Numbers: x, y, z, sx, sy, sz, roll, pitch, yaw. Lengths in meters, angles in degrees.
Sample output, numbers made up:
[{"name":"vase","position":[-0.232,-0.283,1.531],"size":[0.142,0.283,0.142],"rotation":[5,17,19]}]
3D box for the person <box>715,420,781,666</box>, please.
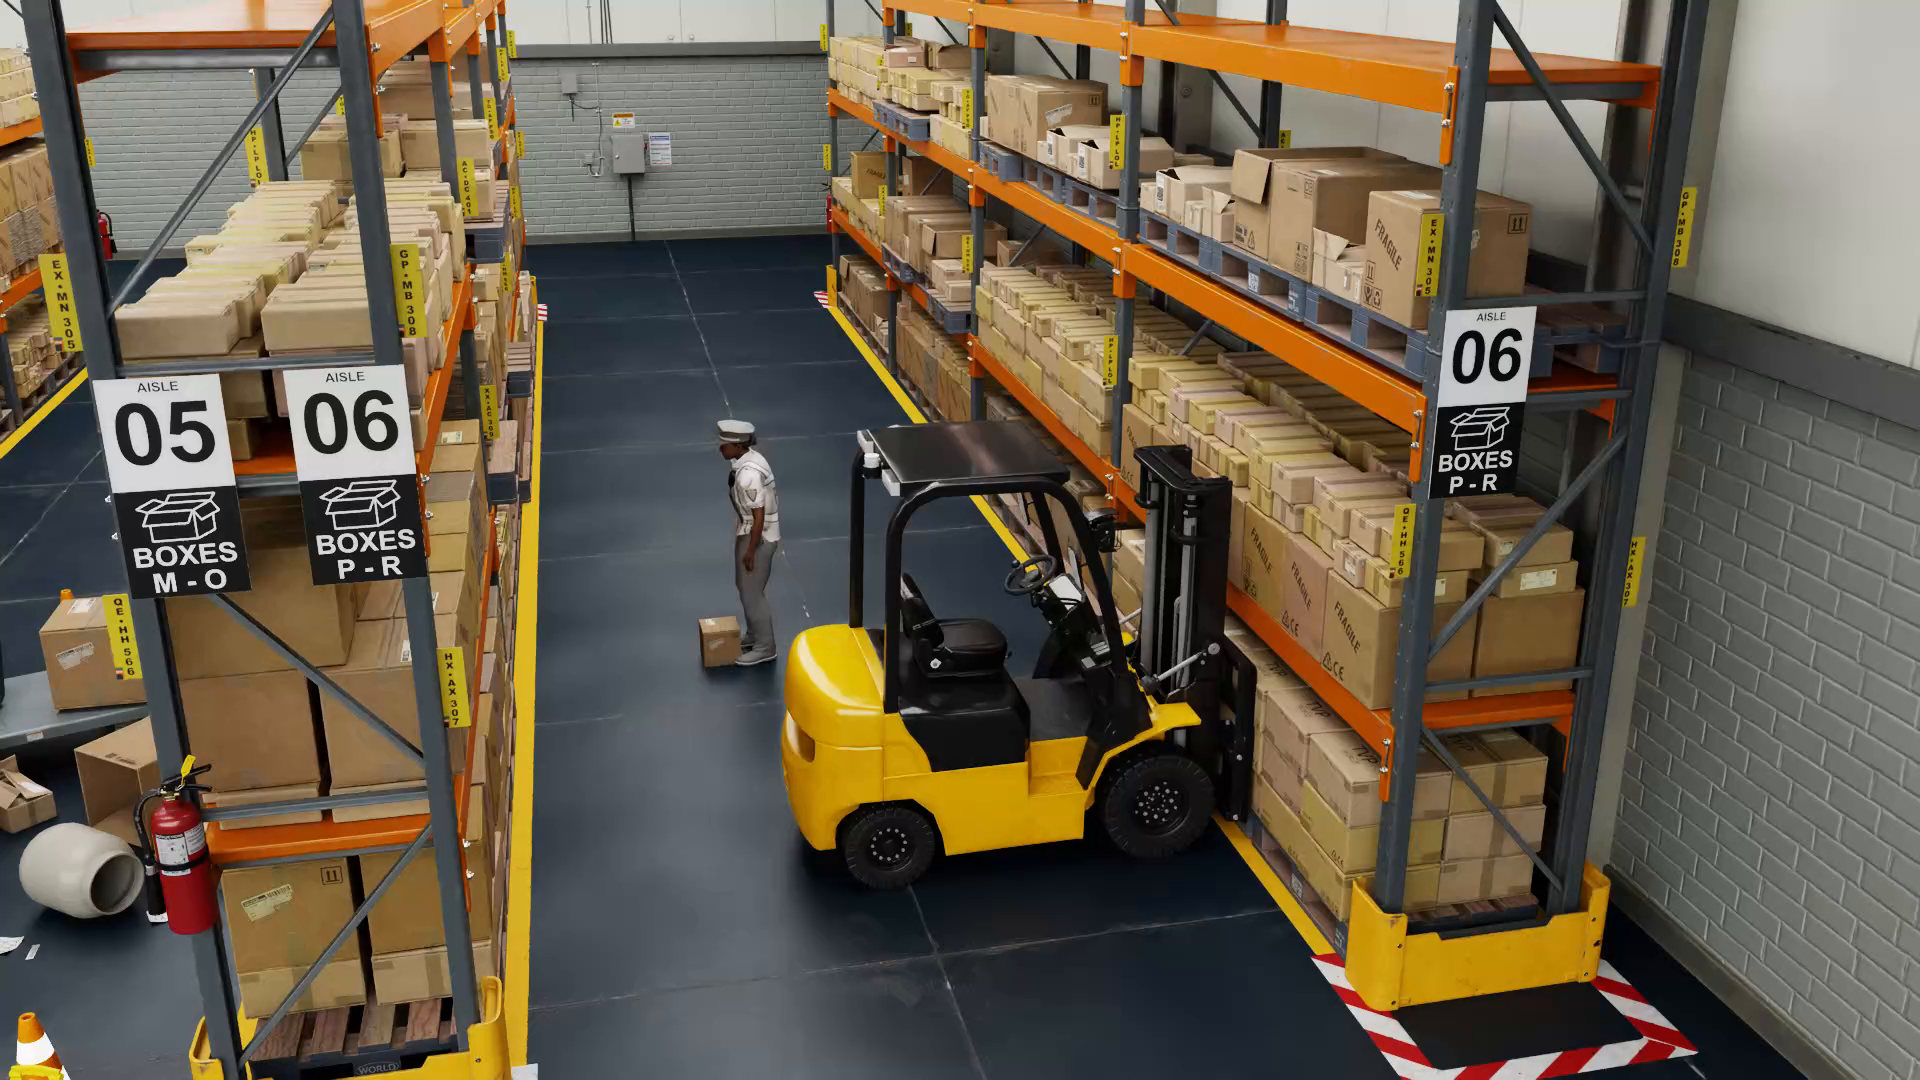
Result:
[{"name":"person","position":[-1.399,0.002,11.068],"size":[0.397,1.657,0.509],"rotation":[-5,20,-13]}]
